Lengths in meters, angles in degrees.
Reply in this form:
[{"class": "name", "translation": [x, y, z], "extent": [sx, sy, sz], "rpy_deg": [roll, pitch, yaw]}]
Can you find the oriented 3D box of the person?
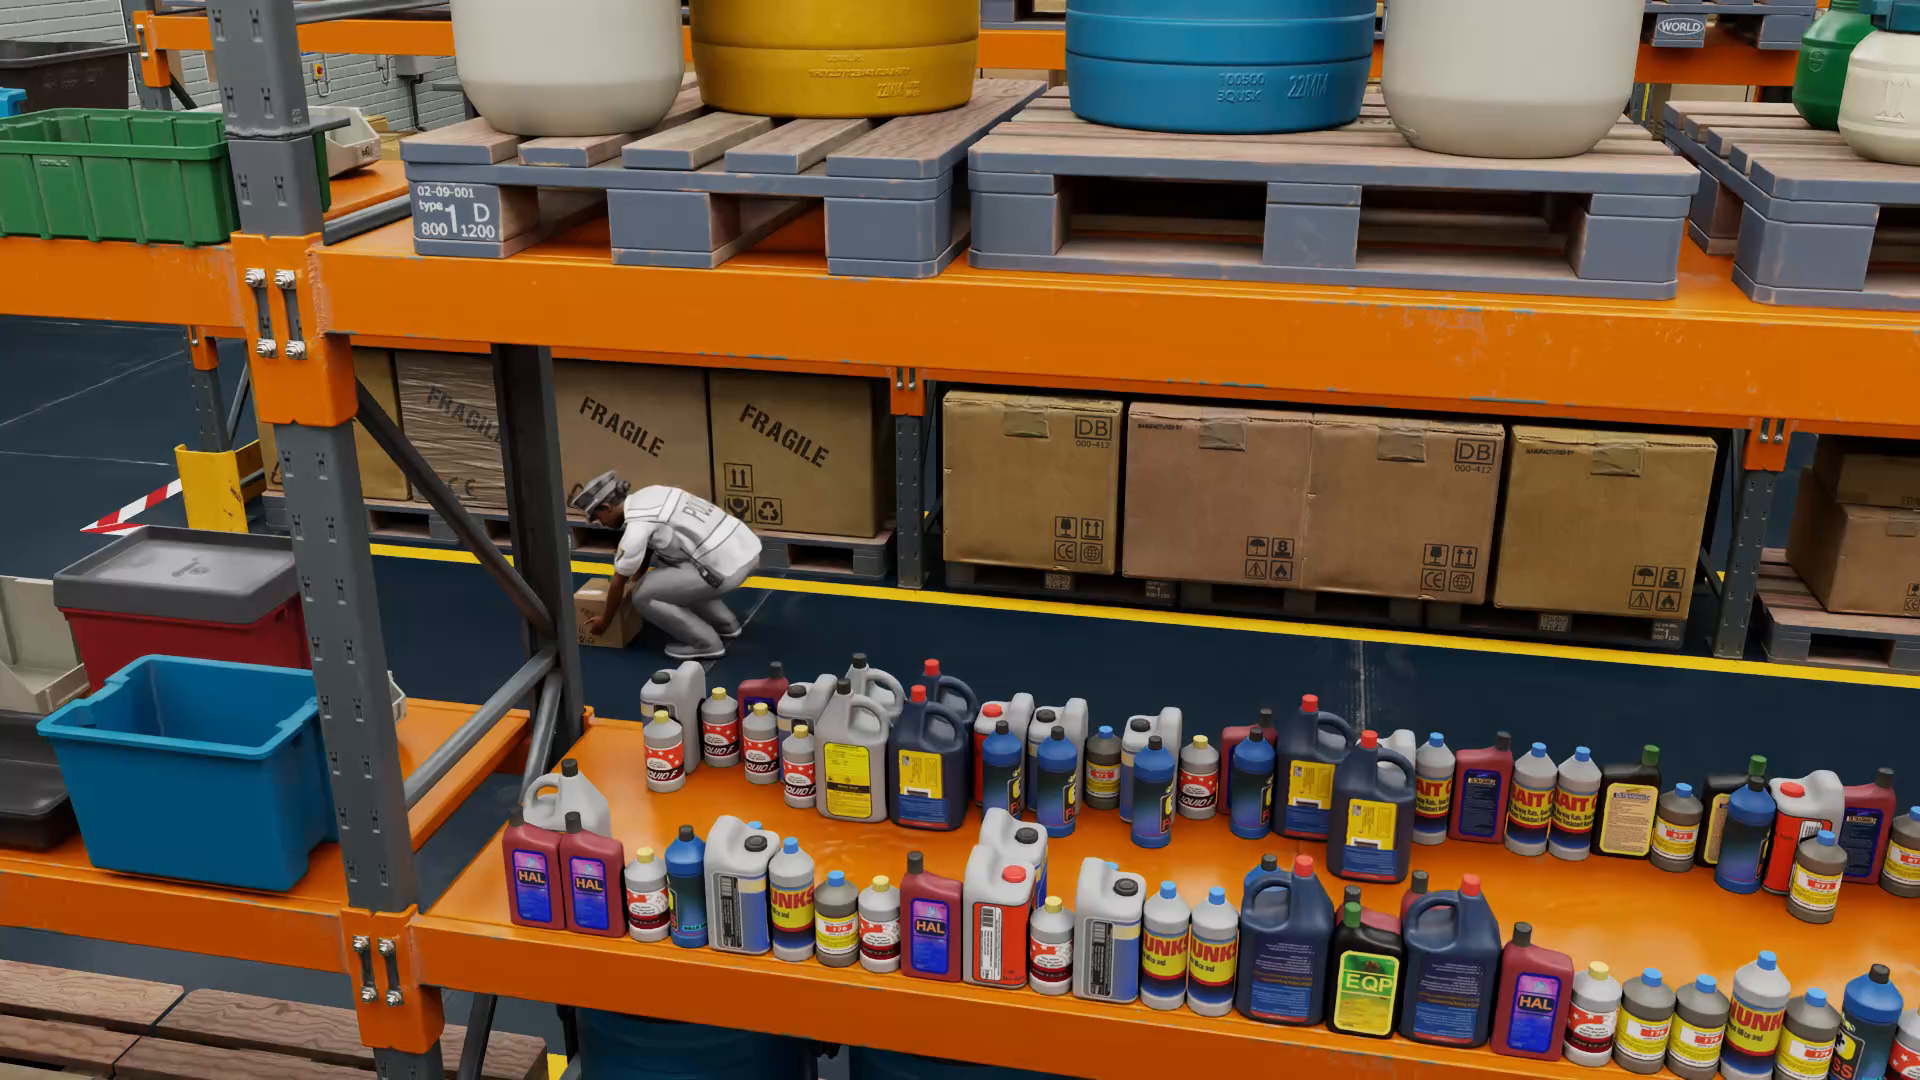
[{"class": "person", "translation": [-1.435, 0.040, 7.905], "extent": [0.927, 0.987, 0.450], "rpy_deg": [3, 22, 9]}]
